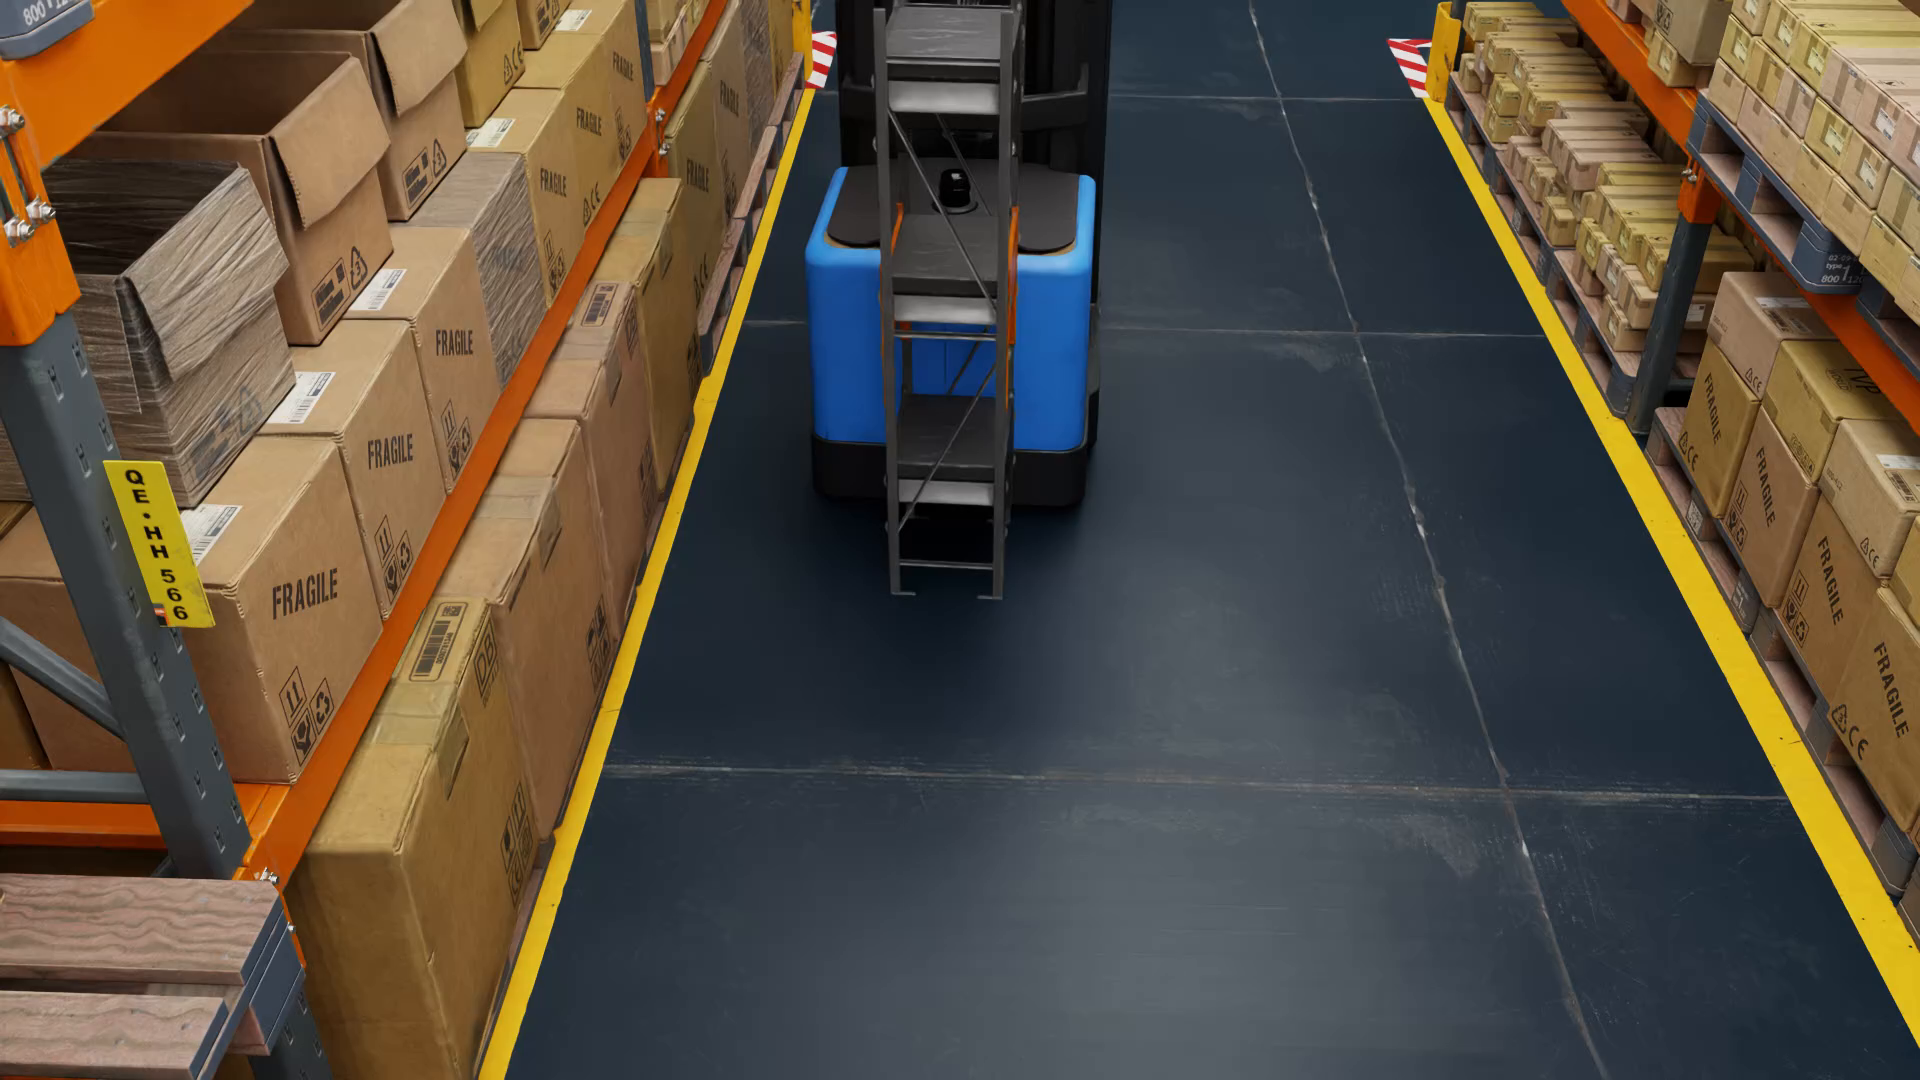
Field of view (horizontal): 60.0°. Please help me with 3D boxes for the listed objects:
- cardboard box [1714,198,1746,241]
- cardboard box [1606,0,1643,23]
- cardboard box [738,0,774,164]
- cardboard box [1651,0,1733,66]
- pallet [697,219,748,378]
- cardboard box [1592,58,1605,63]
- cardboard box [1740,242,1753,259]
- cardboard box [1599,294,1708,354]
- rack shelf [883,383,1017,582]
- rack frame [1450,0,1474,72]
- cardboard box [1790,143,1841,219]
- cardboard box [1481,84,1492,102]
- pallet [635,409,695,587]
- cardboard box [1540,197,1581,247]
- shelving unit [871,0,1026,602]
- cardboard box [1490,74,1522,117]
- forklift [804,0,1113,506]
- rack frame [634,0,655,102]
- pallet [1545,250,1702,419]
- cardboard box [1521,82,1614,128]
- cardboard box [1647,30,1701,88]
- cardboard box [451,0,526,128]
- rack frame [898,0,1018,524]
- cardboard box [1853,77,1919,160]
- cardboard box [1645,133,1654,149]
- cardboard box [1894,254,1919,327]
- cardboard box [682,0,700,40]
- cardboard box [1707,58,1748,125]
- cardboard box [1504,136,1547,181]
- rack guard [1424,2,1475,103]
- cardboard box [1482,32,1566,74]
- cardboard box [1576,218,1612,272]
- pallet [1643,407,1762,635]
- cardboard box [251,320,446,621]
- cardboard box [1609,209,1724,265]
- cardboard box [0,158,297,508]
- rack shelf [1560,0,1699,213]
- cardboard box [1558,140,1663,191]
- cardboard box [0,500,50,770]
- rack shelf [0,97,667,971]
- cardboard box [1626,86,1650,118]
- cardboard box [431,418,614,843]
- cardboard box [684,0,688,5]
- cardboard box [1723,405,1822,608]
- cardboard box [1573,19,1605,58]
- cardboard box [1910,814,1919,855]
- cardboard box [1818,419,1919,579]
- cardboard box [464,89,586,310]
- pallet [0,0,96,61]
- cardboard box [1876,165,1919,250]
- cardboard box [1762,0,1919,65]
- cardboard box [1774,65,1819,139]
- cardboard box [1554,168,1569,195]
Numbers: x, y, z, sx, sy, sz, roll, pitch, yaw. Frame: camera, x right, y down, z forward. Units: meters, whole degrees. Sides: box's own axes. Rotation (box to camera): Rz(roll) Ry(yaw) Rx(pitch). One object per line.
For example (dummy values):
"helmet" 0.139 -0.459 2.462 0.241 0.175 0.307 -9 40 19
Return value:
"cardboard box" 3.528 -1.426 7.266 0.380 0.149 0.250 1 35 1
"cardboard box" 3.041 -2.354 7.209 0.380 0.149 0.250 0 35 0
"cardboard box" -1.498 -2.561 8.768 0.875 0.875 0.875 1 35 2
"cardboard box" 3.013 -2.127 6.322 0.500 0.500 0.500 1 35 2
"pallet" -1.568 -1.147 7.699 1.003 0.211 1.213 1 35 2
"cardboard box" 3.636 -2.647 9.263 0.380 0.149 0.250 1 35 1
"cardboard box" 3.530 -1.156 7.141 0.380 0.149 0.250 2 35 2
"cardboard box" 2.951 -0.919 7.063 0.380 0.149 0.250 2 35 2
"rack shelf" -0.028 -0.209 5.963 0.431 0.518 0.480 3 35 4
"rack frame" 3.436 -3.978 9.302 1.000 3.000 0.127 1 35 2
"cardboard box" 2.770 -1.086 5.040 0.380 0.149 0.250 2 35 2
"cardboard box" 3.167 -2.538 9.367 0.380 0.149 0.250 1 35 2
"pallet" -1.632 -0.267 6.446 1.003 0.211 1.213 1 35 2
"cardboard box" 2.992 -1.513 7.909 0.380 0.149 0.250 1 35 2
"shelving unit" -0.028 -0.793 5.552 0.431 2.100 0.503 3 35 4
"cardboard box" 3.051 -2.367 8.864 0.380 0.149 0.250 2 35 3
"forklift" 0.076 -2.155 6.768 1.130 2.935 3.031 3 35 4
"rack frame" -1.676 -1.853 6.278 1.000 3.000 0.127 1 35 2
"pallet" 3.267 -0.926 7.384 1.003 0.211 1.213 1 35 2
"cardboard box" 3.043 -2.177 8.336 0.380 0.149 0.250 2 35 3
"cardboard box" 2.955 -1.897 6.560 0.380 0.149 0.250 0 35 1
"cardboard box" -1.733 -1.543 4.877 0.797 0.503 0.637 2 35 2
"rack frame" -0.007 -0.933 5.751 0.400 2.100 0.015 3 35 4
"cardboard box" 2.760 -1.179 4.655 0.380 0.149 0.250 1 35 1
"cardboard box" 3.644 -2.052 8.417 0.380 0.149 0.250 3 35 4
"cardboard box" 2.740 -0.639 4.403 0.380 0.149 0.250 0 35 0
"cardboard box" -1.312 -2.215 7.011 0.380 0.149 0.250 2 35 3
"cardboard box" 2.800 -1.534 5.677 0.380 0.149 0.250 0 35 0
"cardboard box" 3.032 -1.961 8.545 0.380 0.149 0.250 0 35 0
"rack guard" 3.433 -2.912 9.959 1.175 0.500 0.348 1 35 2
"cardboard box" 3.047 -2.631 8.982 0.380 0.149 0.250 1 35 2
"cardboard box" 2.962 -1.306 7.355 0.380 0.149 0.250 0 35 0
"pallet" 3.246 -0.092 6.197 1.003 0.211 1.213 1 35 2
"cardboard box" -1.527 -0.165 3.789 0.500 0.500 0.500 0 35 1
"cardboard box" 3.000 -1.287 7.070 0.380 0.149 0.250 2 35 2
"cardboard box" -1.791 -0.426 3.288 0.797 0.503 0.637 2 35 3
"rack shelf" 3.356 -2.535 7.874 1.077 0.370 4.000 1 35 2
"cardboard box" 3.010 -1.735 7.707 0.380 0.149 0.250 0 35 0
"cardboard box" -2.065 0.115 3.391 0.500 0.500 0.500 2 35 3
"rack shelf" -1.757 -0.409 4.850 1.077 0.370 4.000 1 35 2
"cardboard box" 3.567 -2.171 8.327 0.380 0.149 0.250 0 35 0
"cardboard box" -1.745 0.235 4.790 1.225 0.875 0.875 1 35 2
"cardboard box" -1.371 -2.463 7.017 0.500 0.250 0.500 1 35 2
"cardboard box" 2.961 -0.107 5.602 0.500 0.500 0.500 3 35 4
"cardboard box" 3.601 -2.774 9.185 0.380 0.149 0.250 2 35 3
"cardboard box" 2.905 0.786 4.331 0.500 0.500 0.500 3 35 4
"cardboard box" 2.938 -0.119 4.967 0.500 0.250 0.500 3 35 4
"cardboard box" -1.463 -1.034 5.026 0.500 0.500 0.500 1 35 1
"pallet" -1.864 -1.076 2.728 1.213 0.211 1.003 3 35 4
"cardboard box" 2.752 -0.901 4.518 0.380 0.149 0.250 1 35 1
"cardboard box" 2.795 -1.617 5.277 0.380 0.149 0.250 2 35 3
"cardboard box" 2.782 -1.358 5.168 0.380 0.149 0.250 2 35 3
"cardboard box" 3.092 -1.748 7.984 0.380 0.149 0.250 0 35 0
